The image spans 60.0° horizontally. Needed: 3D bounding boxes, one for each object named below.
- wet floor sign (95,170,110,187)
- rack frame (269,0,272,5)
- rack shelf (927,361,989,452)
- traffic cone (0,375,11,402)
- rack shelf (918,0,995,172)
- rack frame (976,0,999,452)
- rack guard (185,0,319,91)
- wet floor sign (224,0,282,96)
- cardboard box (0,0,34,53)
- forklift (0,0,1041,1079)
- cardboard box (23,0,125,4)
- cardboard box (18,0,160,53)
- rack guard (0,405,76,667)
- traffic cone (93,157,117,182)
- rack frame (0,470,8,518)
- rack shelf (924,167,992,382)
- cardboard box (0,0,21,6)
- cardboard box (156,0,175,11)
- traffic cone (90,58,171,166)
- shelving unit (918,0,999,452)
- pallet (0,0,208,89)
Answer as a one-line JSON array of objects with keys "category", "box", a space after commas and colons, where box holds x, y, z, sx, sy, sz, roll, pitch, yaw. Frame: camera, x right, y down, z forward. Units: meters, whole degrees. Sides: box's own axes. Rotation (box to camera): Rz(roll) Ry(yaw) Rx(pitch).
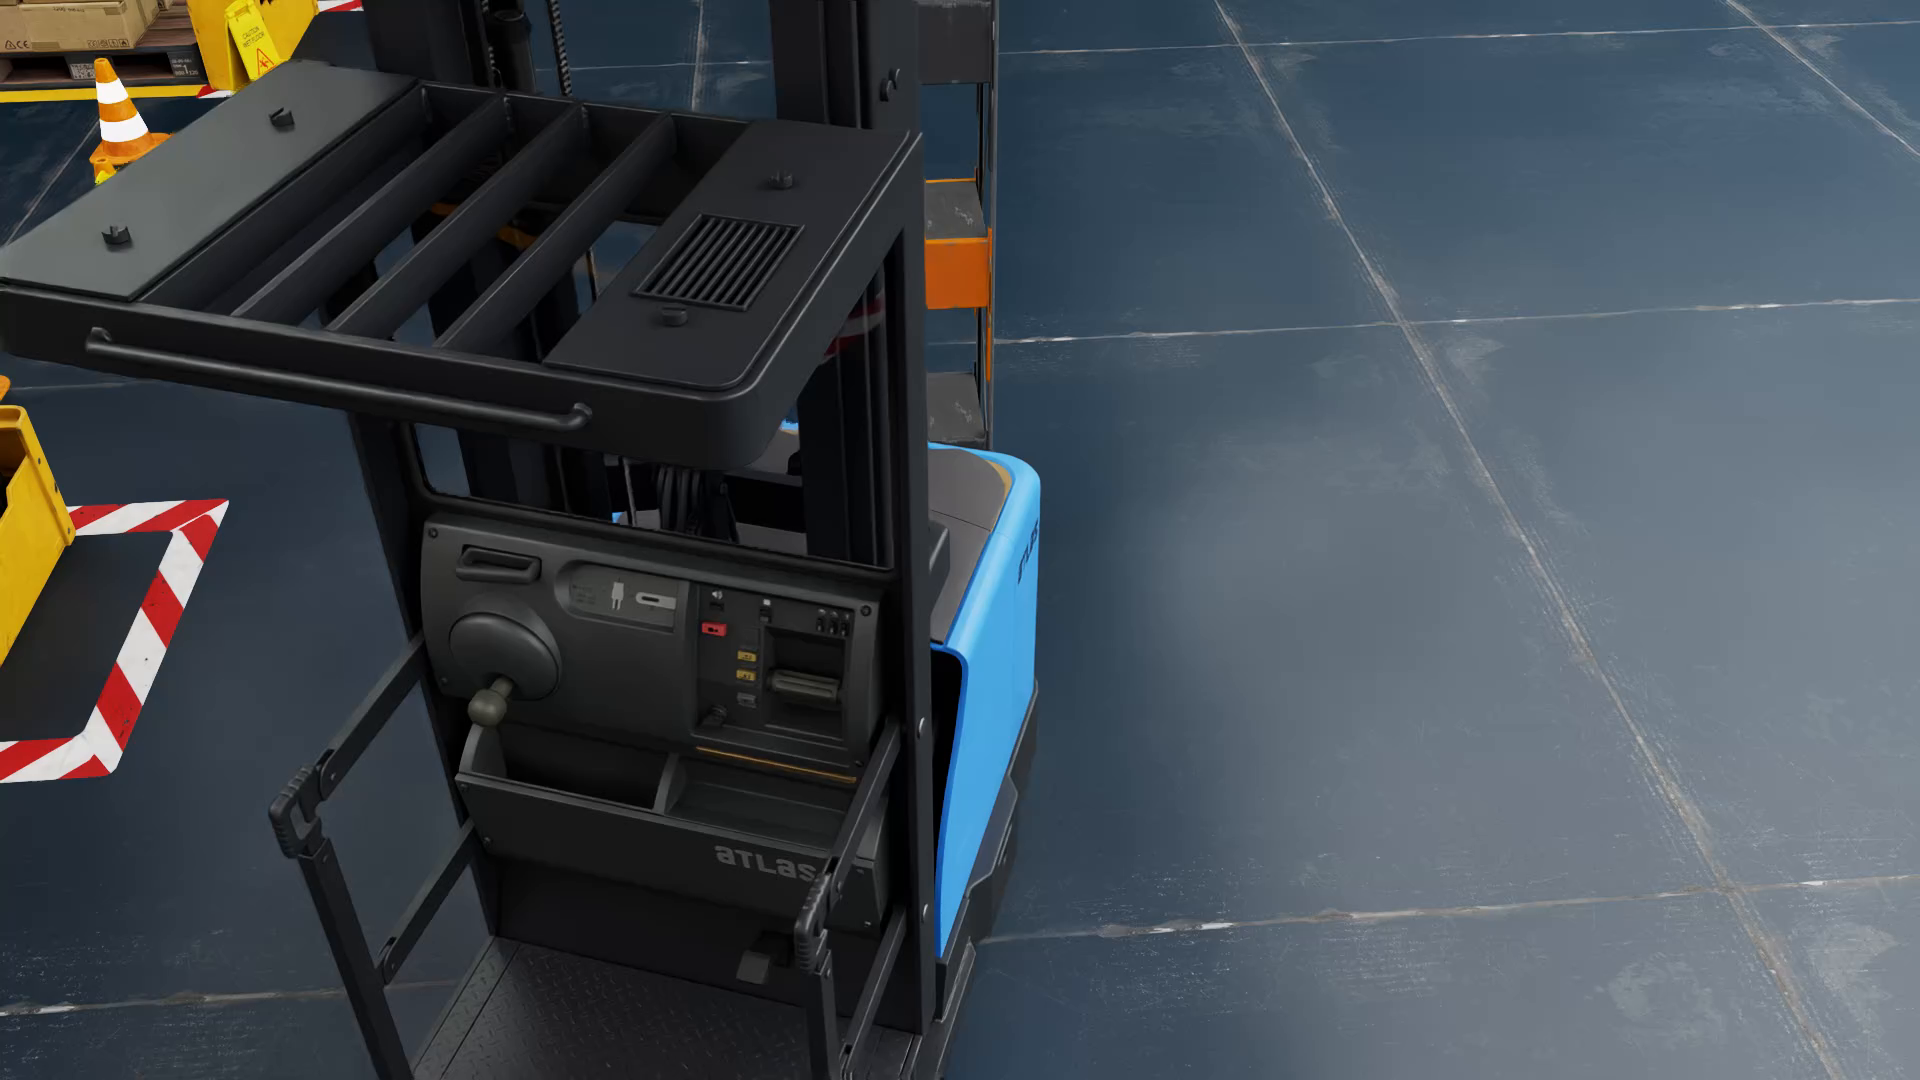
[{"category": "wet floor sign", "box": [-3.367, -1.162, 6.702, 0.232, 0.644, 0.267, -9, 39, -12]}, {"category": "rack frame", "box": [-3.760, -3.912, 8.286, 0.127, 3.000, 1.000, -3, 38, -4]}, {"category": "rack shelf", "box": [-0.165, -0.255, 5.530, 0.480, 0.518, 0.431, -3, 38, -4]}, {"category": "traffic cone", "box": [-3.875, -0.714, 6.282, 0.334, 0.463, 0.336, -3, 38, -4]}, {"category": "rack shelf", "box": [-0.165, -1.354, 4.663, 0.480, 0.518, 0.431, -3, 38, -4]}, {"category": "rack frame", "box": [0.078, -0.829, 5.105, 0.015, 2.100, 0.400, -3, 38, -4]}, {"category": "rack guard", "box": [-3.835, -2.926, 9.055, 0.348, 0.500, 1.175, -3, 38, -4]}, {"category": "wet floor sign", "box": [-3.476, -2.338, 8.192, 0.232, 0.644, 0.267, 9, 39, 12]}, {"category": "cardboard box", "box": [-5.058, -2.763, 8.711, 0.500, 0.250, 0.500, -3, 38, -4]}, {"category": "forklift", "box": [-0.658, 0.283, 3.026, 1.130, 2.935, 3.031, 10, 39, 12]}, {"category": "cardboard box", "box": [-4.534, -3.087, 8.516, 0.500, 0.500, 0.500, -3, 38, -4]}, {"category": "cardboard box", "box": [-4.565, -2.786, 8.740, 0.500, 0.250, 0.500, -3, 38, -4]}, {"category": "rack guard", "box": [-3.197, 0.117, 5.198, 0.348, 0.500, 1.175, -3, 38, -4]}, {"category": "traffic cone", "box": [-3.637, -1.430, 7.189, 0.334, 0.463, 0.336, -3, 38, -4]}, {"category": "rack frame", "box": [-3.220, -0.863, 4.422, 0.127, 3.000, 1.000, -3, 38, -4]}, {"category": "rack shelf", "box": [-0.165, -0.805, 5.097, 0.480, 0.518, 0.431, -3, 38, -4]}, {"category": "cardboard box", "box": [-5.054, -3.056, 8.477, 0.500, 0.500, 0.500, -2, 38, -2]}, {"category": "cardboard box", "box": [-4.588, -3.124, 9.168, 0.500, 0.250, 0.500, -3, 38, -4]}, {"category": "traffic cone", "box": [-4.074, -2.096, 8.033, 0.334, 0.463, 0.336, -3, 38, -4]}, {"category": "shelving unit", "box": [-0.165, -0.815, 5.088, 0.503, 2.100, 0.431, -3, 38, -4]}, {"category": "pallet", "box": [-4.648, -2.790, 9.116, 1.213, 0.211, 1.003, -3, 38, -4]}]
